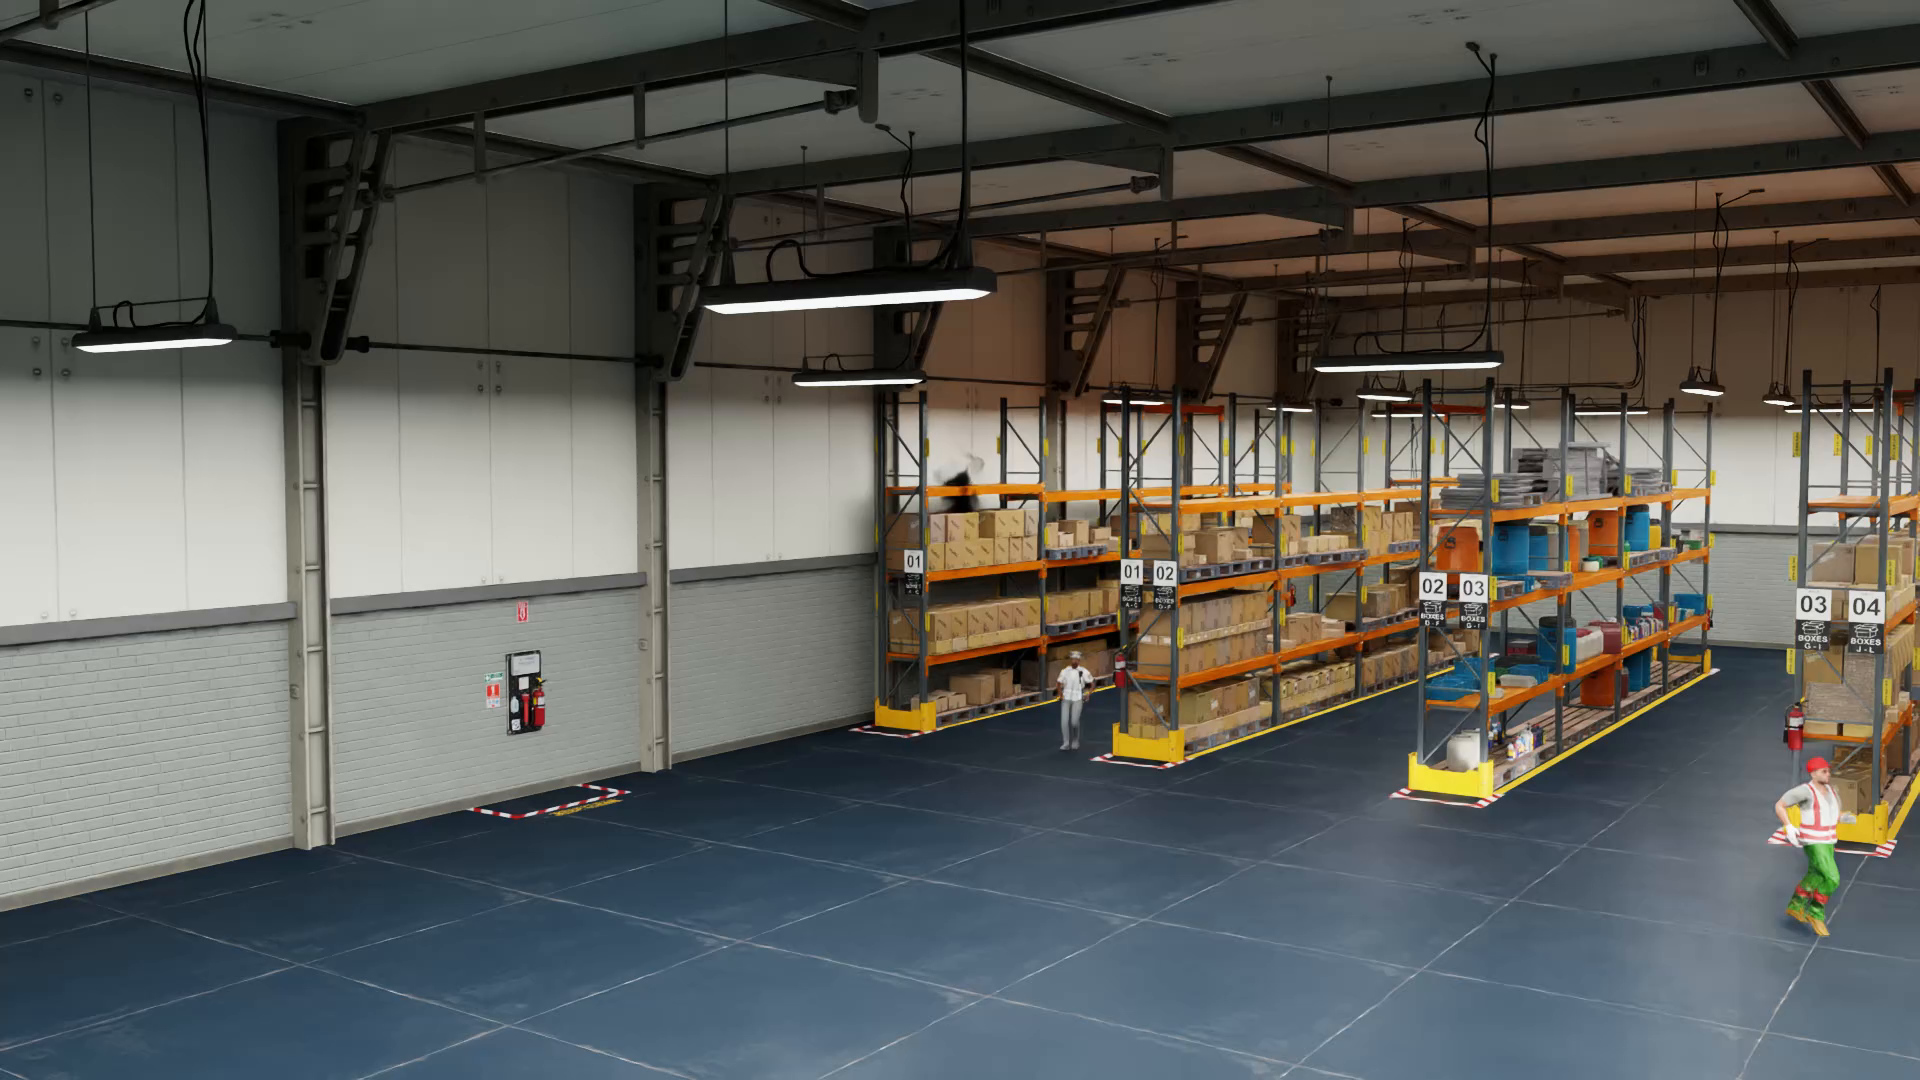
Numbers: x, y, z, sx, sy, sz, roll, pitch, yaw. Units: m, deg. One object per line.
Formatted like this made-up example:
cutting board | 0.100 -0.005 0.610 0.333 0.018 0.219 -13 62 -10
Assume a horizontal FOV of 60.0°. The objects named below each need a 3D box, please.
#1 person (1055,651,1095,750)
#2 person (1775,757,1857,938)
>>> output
person | 1.862 2.657 27.406 0.650 1.643 0.491 1 3 17
person | 8.861 3.157 17.163 0.644 1.827 0.748 -2 4 -29
